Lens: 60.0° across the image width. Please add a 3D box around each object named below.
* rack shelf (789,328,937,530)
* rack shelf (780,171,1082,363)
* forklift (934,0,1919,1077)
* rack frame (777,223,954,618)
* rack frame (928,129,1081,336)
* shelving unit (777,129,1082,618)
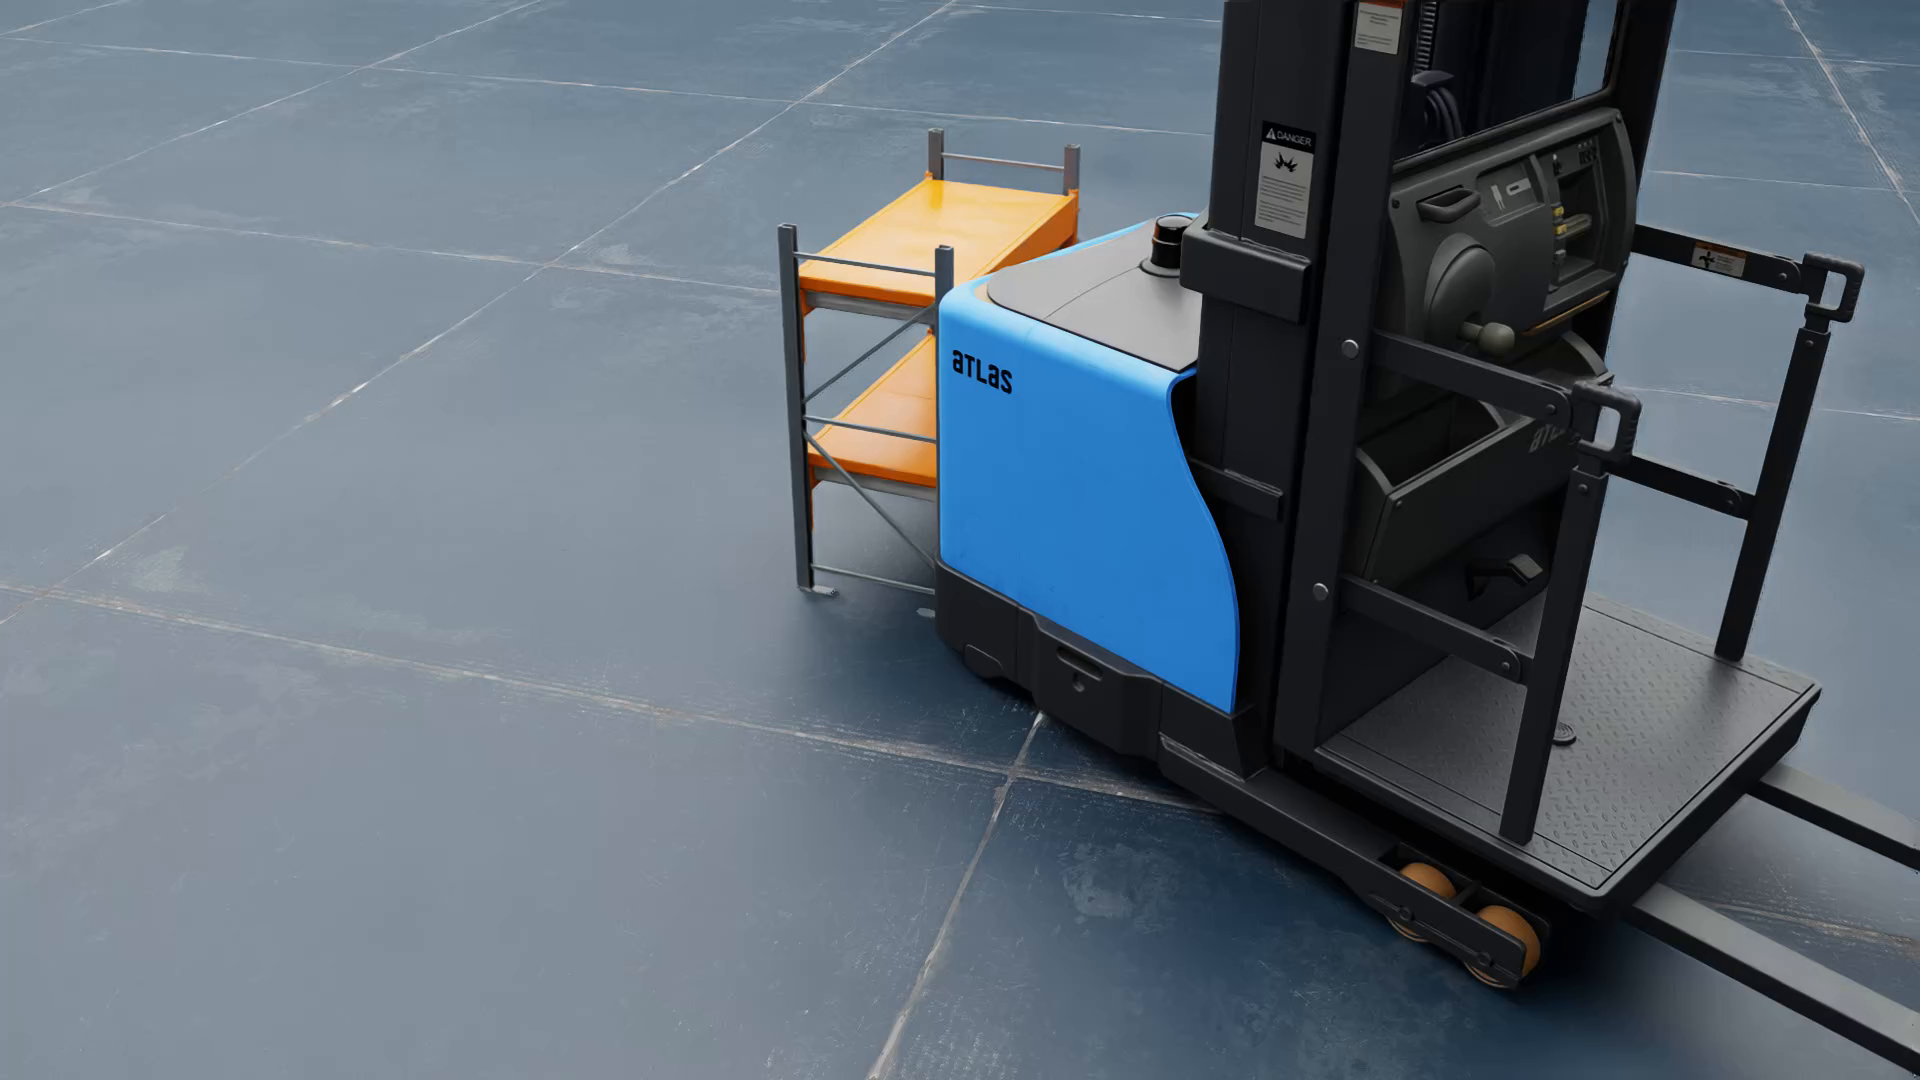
[{"bbox_3d":[-0.058,-0.322,5.175,0.538,0.278,1.000,11,31,19],"label":"rack shelf"},{"bbox_3d":[-0.058,-0.792,4.914,0.538,0.278,1.000,11,31,19],"label":"rack shelf"},{"bbox_3d":[1.312,-0.615,3.340,1.130,2.935,3.031,-25,38,-37],"label":"forklift"},{"bbox_3d":[-0.252,-0.307,4.646,0.500,1.125,0.032,11,31,19],"label":"rack frame"},{"bbox_3d":[0.135,-0.764,5.467,0.500,1.125,0.032,11,31,19],"label":"rack frame"},{"bbox_3d":[-0.058,-0.536,5.056,0.538,1.125,1.048,11,31,19],"label":"shelving unit"}]
